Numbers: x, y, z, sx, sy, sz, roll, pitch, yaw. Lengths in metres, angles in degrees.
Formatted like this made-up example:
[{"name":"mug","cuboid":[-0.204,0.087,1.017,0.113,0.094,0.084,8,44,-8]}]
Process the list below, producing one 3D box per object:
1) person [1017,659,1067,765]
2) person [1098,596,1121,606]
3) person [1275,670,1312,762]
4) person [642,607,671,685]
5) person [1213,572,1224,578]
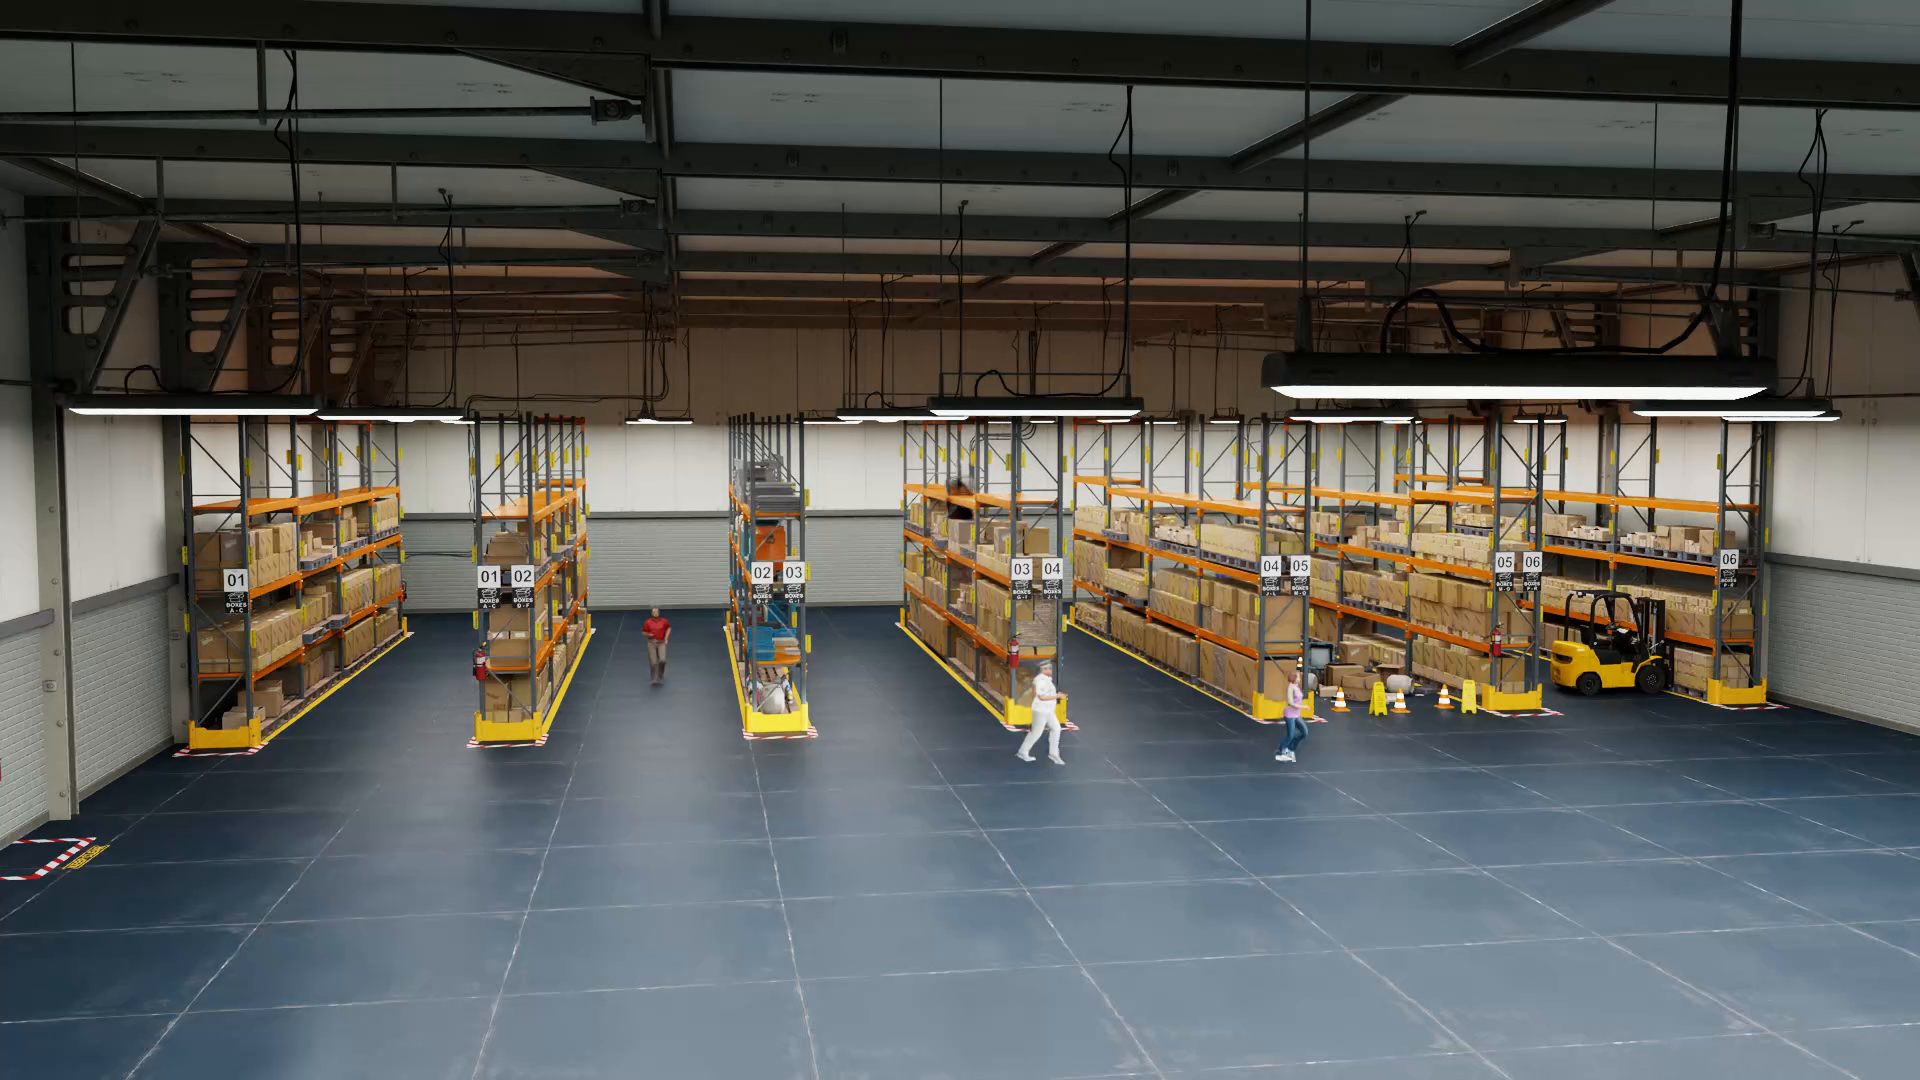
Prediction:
[{"name":"person","cuboid":[1.407,2.927,28.184,0.866,1.833,0.603,1,4,19]},{"name":"person","cuboid":[4.370,1.509,49.889,0.981,1.634,0.584,-1,4,-11]},{"name":"person","cuboid":[5.688,3.009,28.292,0.641,1.592,0.569,2,4,30]},{"name":"person","cuboid":[-6.718,2.372,36.881,0.644,1.740,0.660,-1,4,-15]},{"name":"person","cuboid":[7.849,1.470,50.682,0.599,1.603,0.618,0,4,-4]}]
